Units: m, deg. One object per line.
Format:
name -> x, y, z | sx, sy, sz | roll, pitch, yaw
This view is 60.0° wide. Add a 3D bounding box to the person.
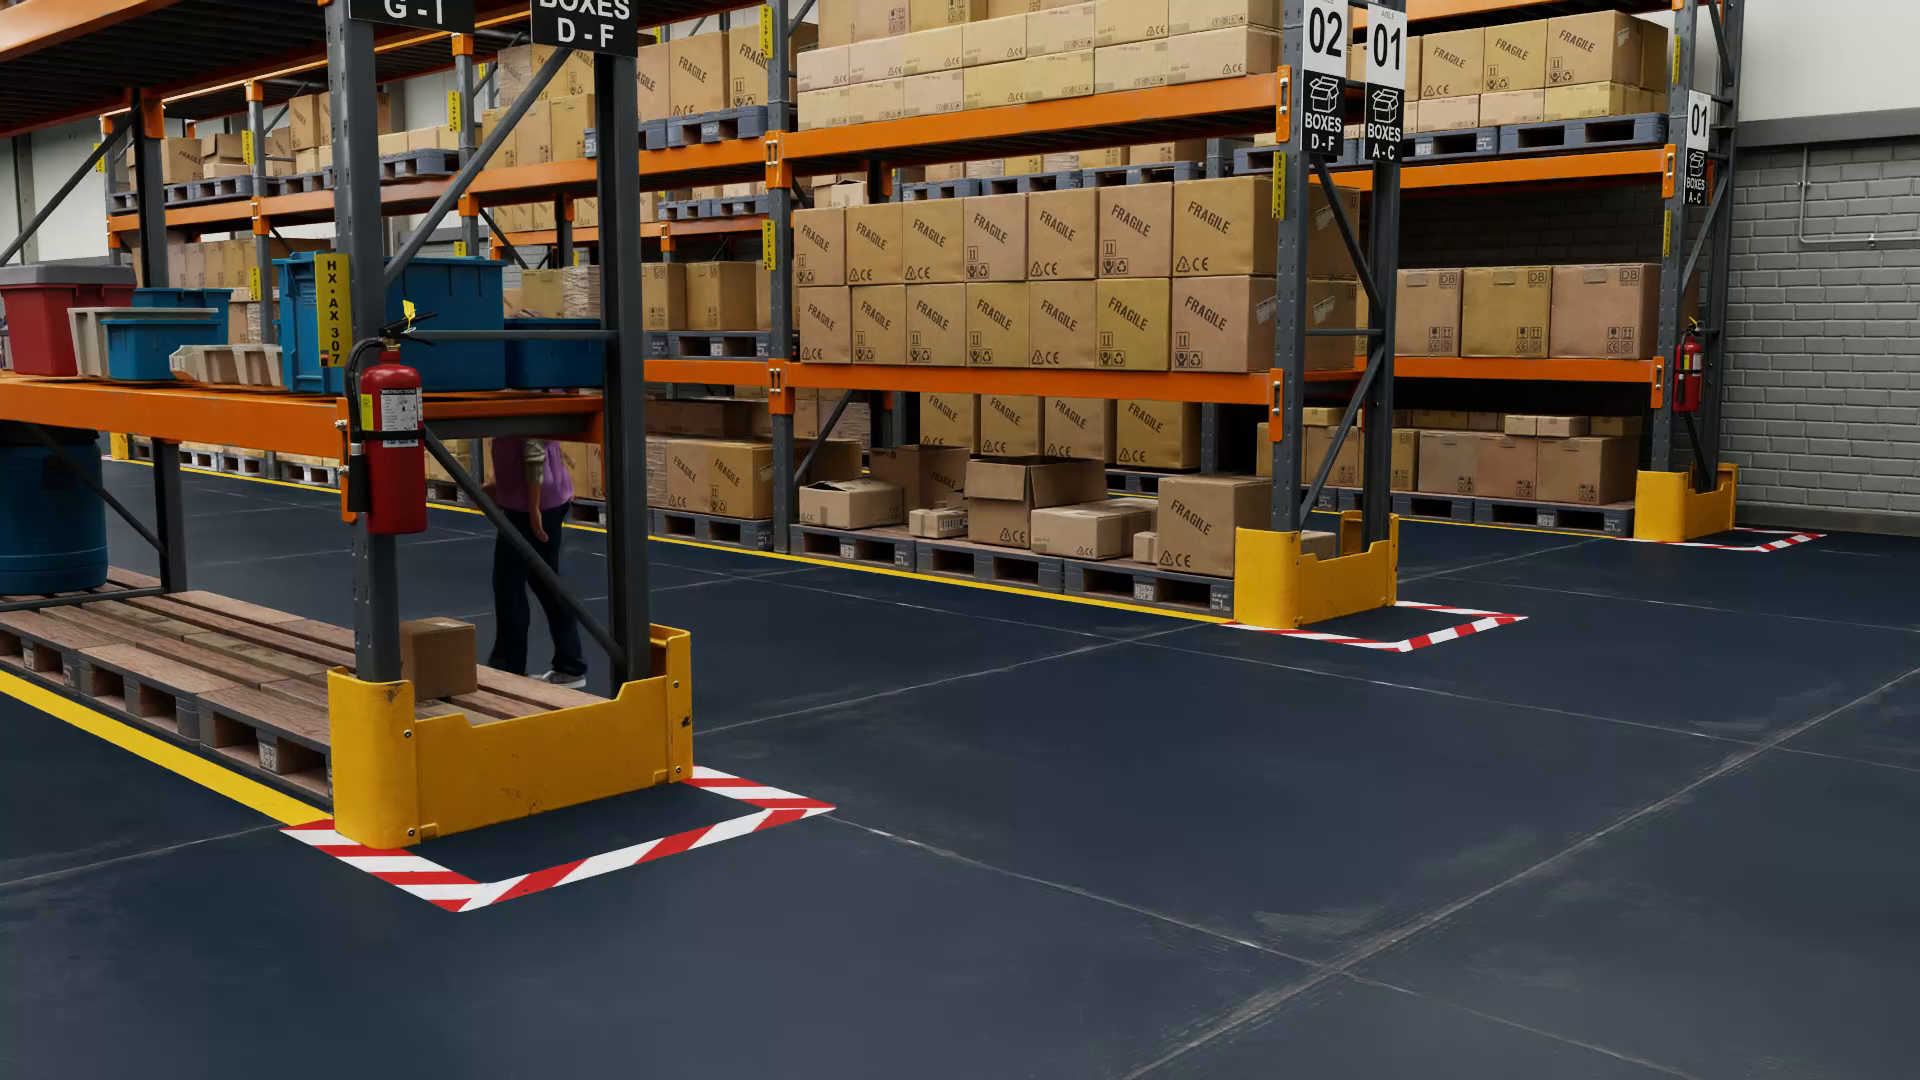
person -> -1.814, -0.124, 6.745 | 0.539, 1.613, 0.440 | 0, 7, 1
